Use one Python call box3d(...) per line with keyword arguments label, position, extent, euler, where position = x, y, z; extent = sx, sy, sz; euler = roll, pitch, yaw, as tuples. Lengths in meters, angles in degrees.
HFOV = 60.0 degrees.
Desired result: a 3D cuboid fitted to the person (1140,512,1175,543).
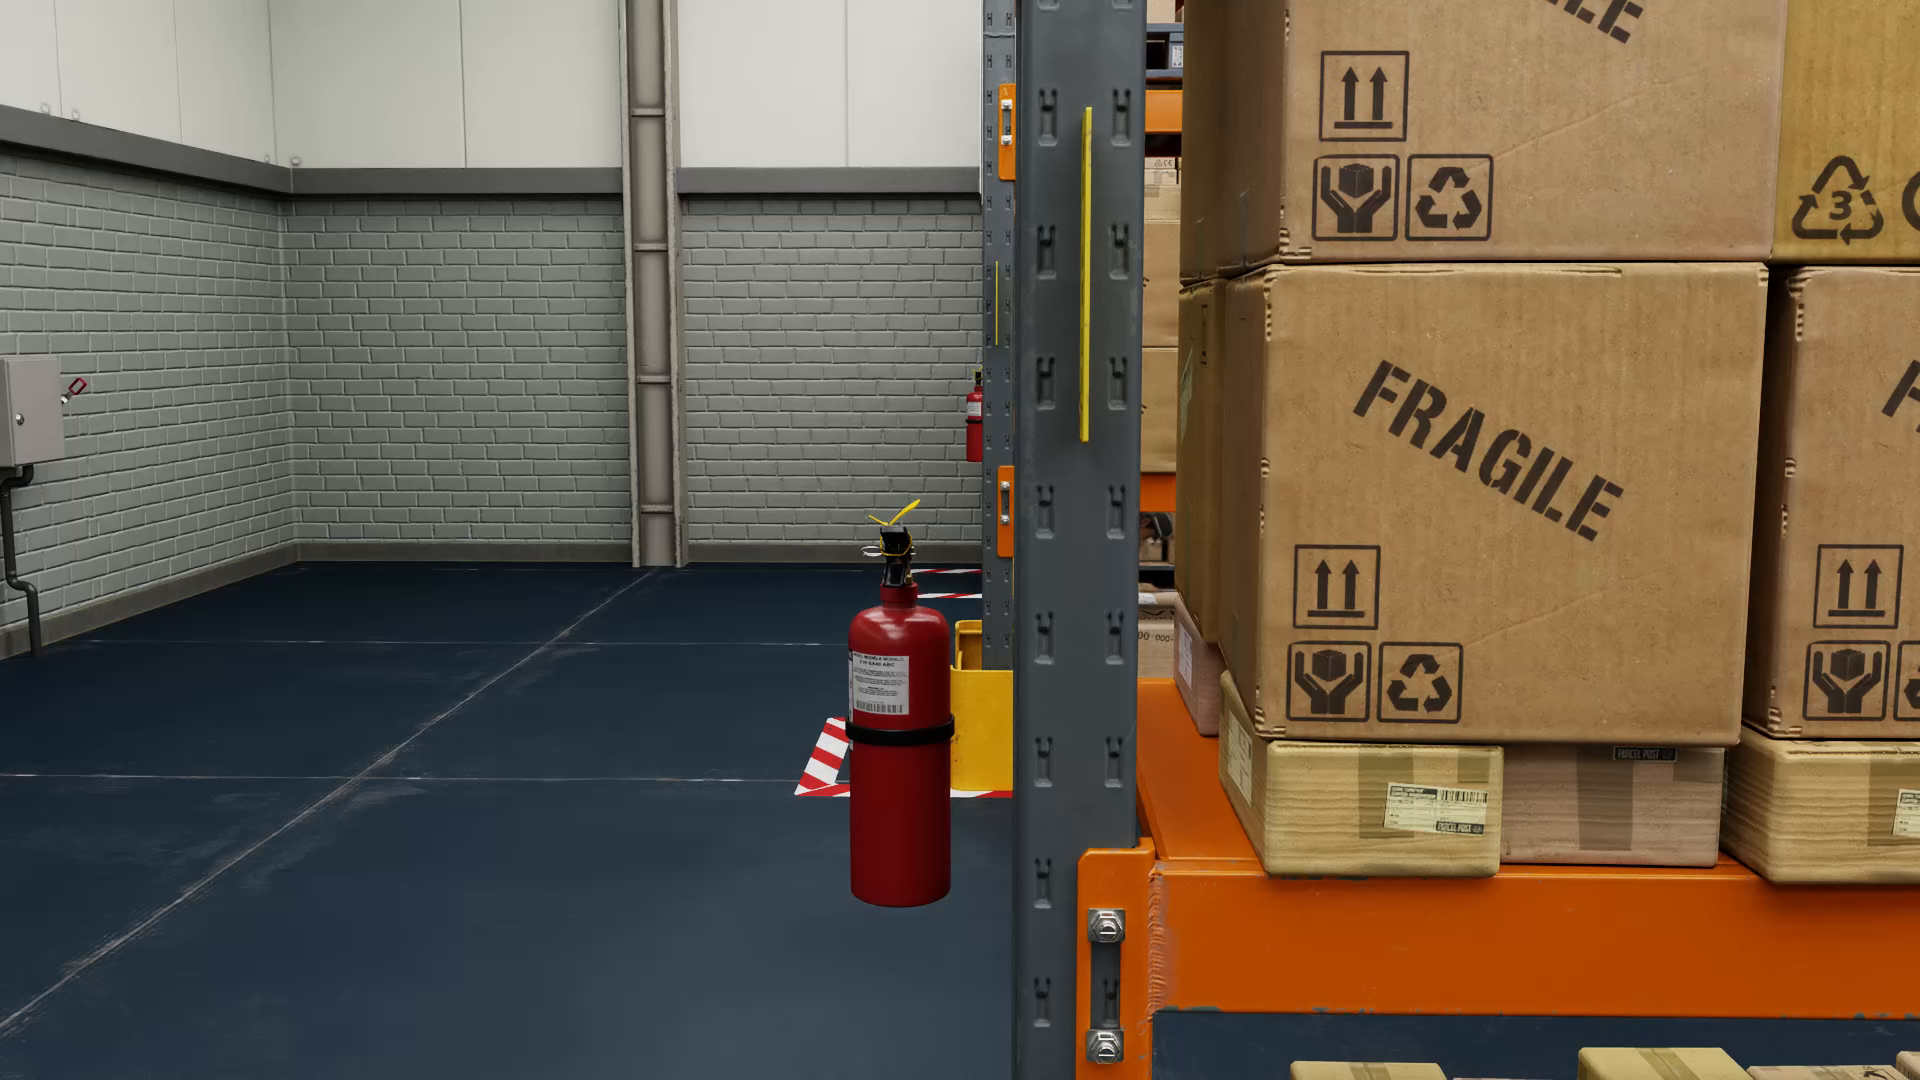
box3d(label="person", position=(0.721, 0.225, 9.085), extent=(0.921, 1.014, 0.429), euler=(0, 7, -1))
